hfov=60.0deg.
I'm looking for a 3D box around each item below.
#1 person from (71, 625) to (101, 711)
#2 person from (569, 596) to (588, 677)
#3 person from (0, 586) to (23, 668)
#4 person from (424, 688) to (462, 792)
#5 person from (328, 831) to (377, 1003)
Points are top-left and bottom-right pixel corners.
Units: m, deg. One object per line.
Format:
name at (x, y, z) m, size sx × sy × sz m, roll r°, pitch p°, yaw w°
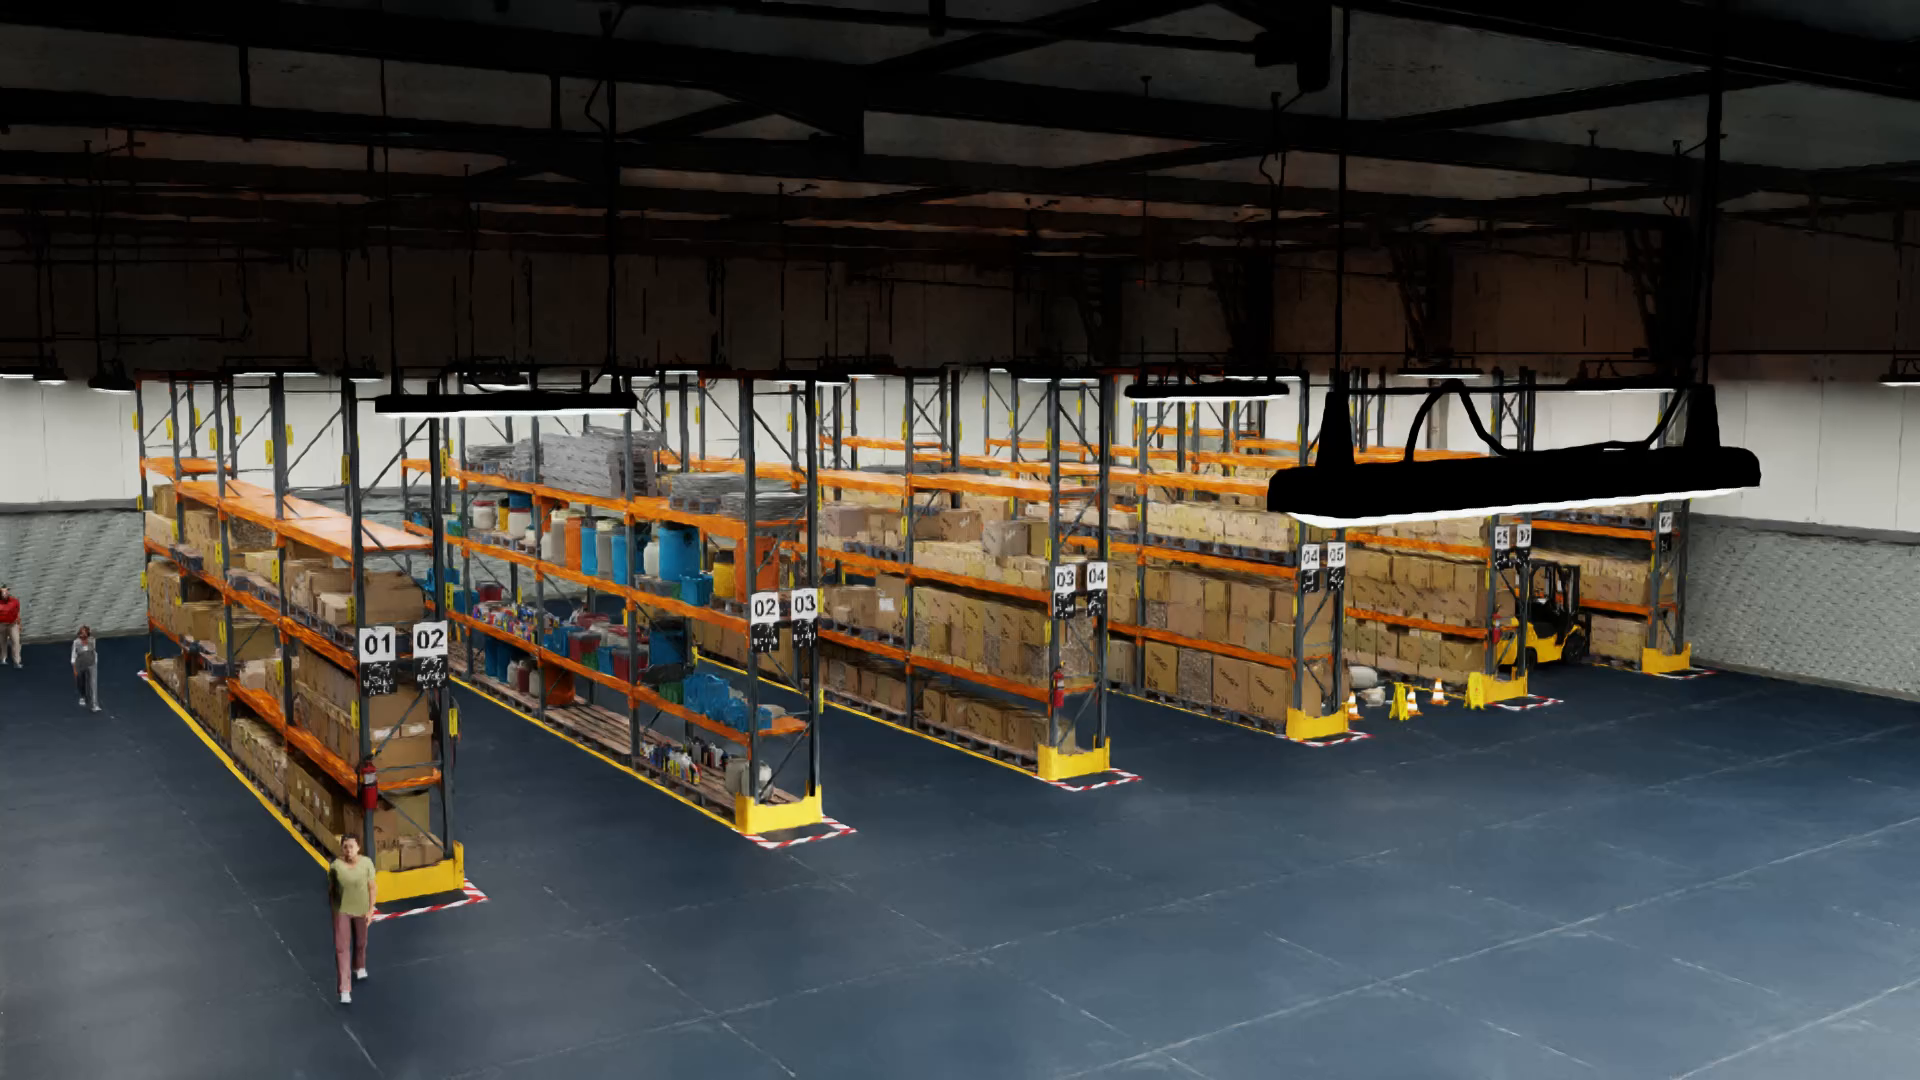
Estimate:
person at (-15.482, 2.254, 29.422) m, size 0.417 × 1.504 × 1.037 m, roll -4°, pitch 8°, yaw -31°
person at (-7.338, 1.880, 32.392) m, size 0.592 × 1.625 × 0.532 m, roll -5°, pitch 8°, yaw -36°
person at (-19.159, 1.732, 33.392) m, size 0.542 × 1.645 × 1.126 m, roll -4°, pitch 8°, yaw -32°
person at (-7.443, 2.830, 23.763) m, size 0.676 × 1.674 × 0.534 m, roll -5°, pitch 8°, yaw -35°
person at (-5.993, 3.678, 16.446) m, size 0.446 × 1.587 × 1.011 m, roll -3°, pitch 7°, yaw -25°
